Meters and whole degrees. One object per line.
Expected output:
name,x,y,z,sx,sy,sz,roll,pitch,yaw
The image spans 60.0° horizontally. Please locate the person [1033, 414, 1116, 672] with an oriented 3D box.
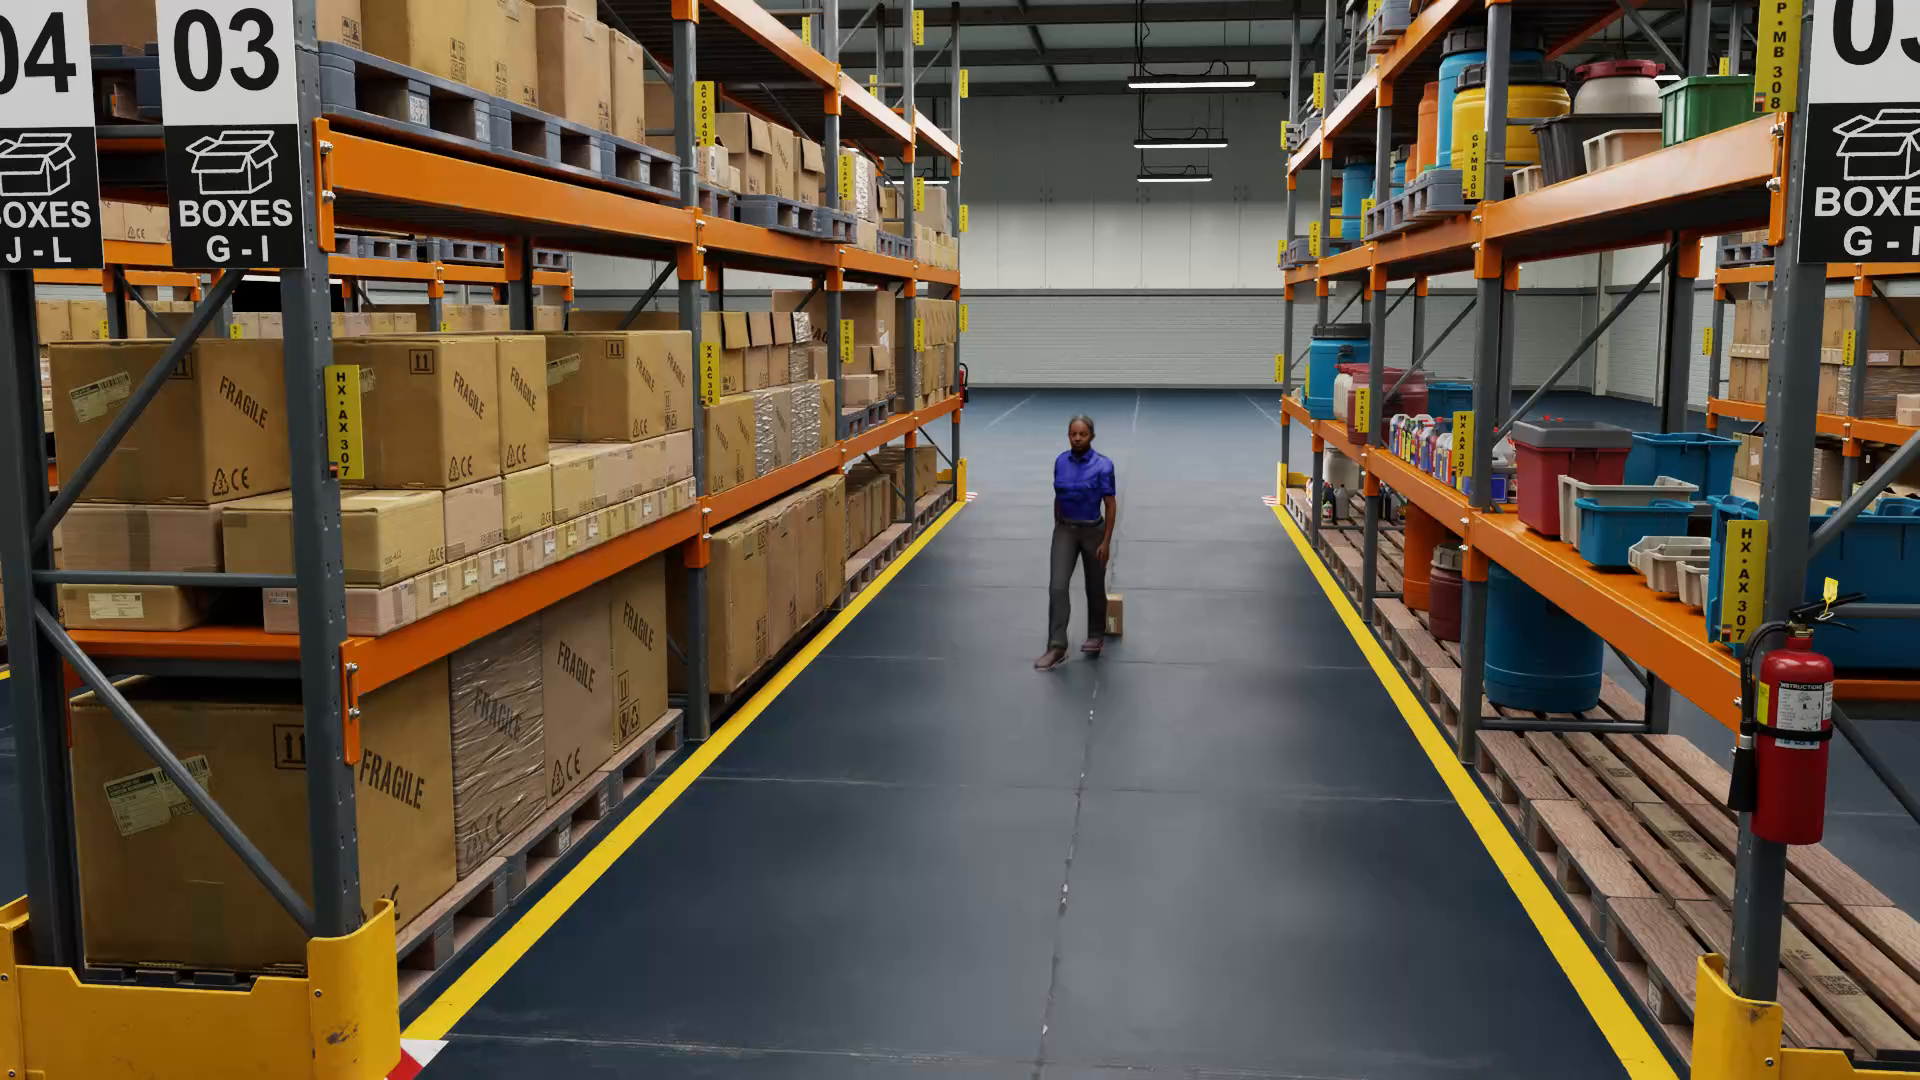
person,0.794,-0.009,10.887,0.476,1.629,0.849,3,8,19
